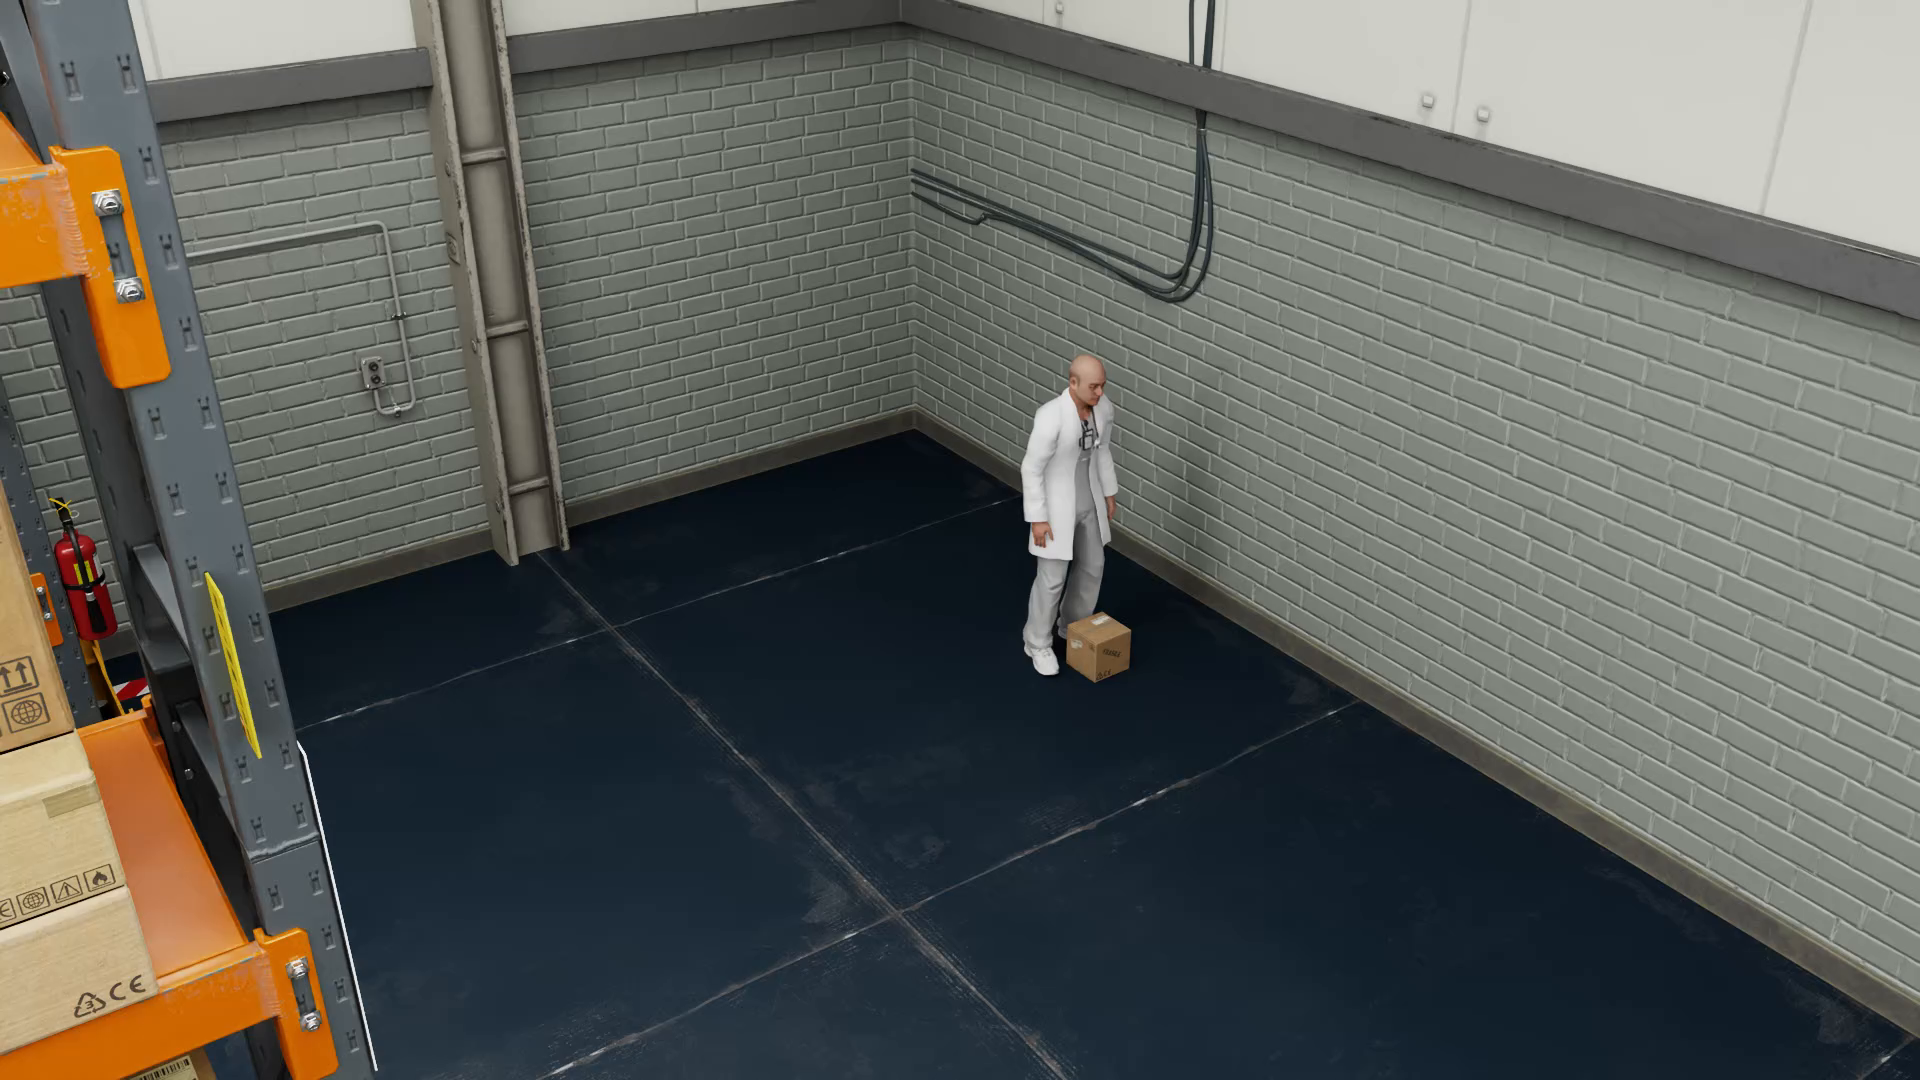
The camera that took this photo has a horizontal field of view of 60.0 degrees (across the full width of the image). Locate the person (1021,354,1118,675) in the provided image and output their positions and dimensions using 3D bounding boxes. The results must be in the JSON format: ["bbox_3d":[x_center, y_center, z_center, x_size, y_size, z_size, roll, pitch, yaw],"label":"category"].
[{"bbox_3d":[0.606,-0.172,8.961,0.649,1.773,0.433,-21,35,-34],"label":"person"}]
